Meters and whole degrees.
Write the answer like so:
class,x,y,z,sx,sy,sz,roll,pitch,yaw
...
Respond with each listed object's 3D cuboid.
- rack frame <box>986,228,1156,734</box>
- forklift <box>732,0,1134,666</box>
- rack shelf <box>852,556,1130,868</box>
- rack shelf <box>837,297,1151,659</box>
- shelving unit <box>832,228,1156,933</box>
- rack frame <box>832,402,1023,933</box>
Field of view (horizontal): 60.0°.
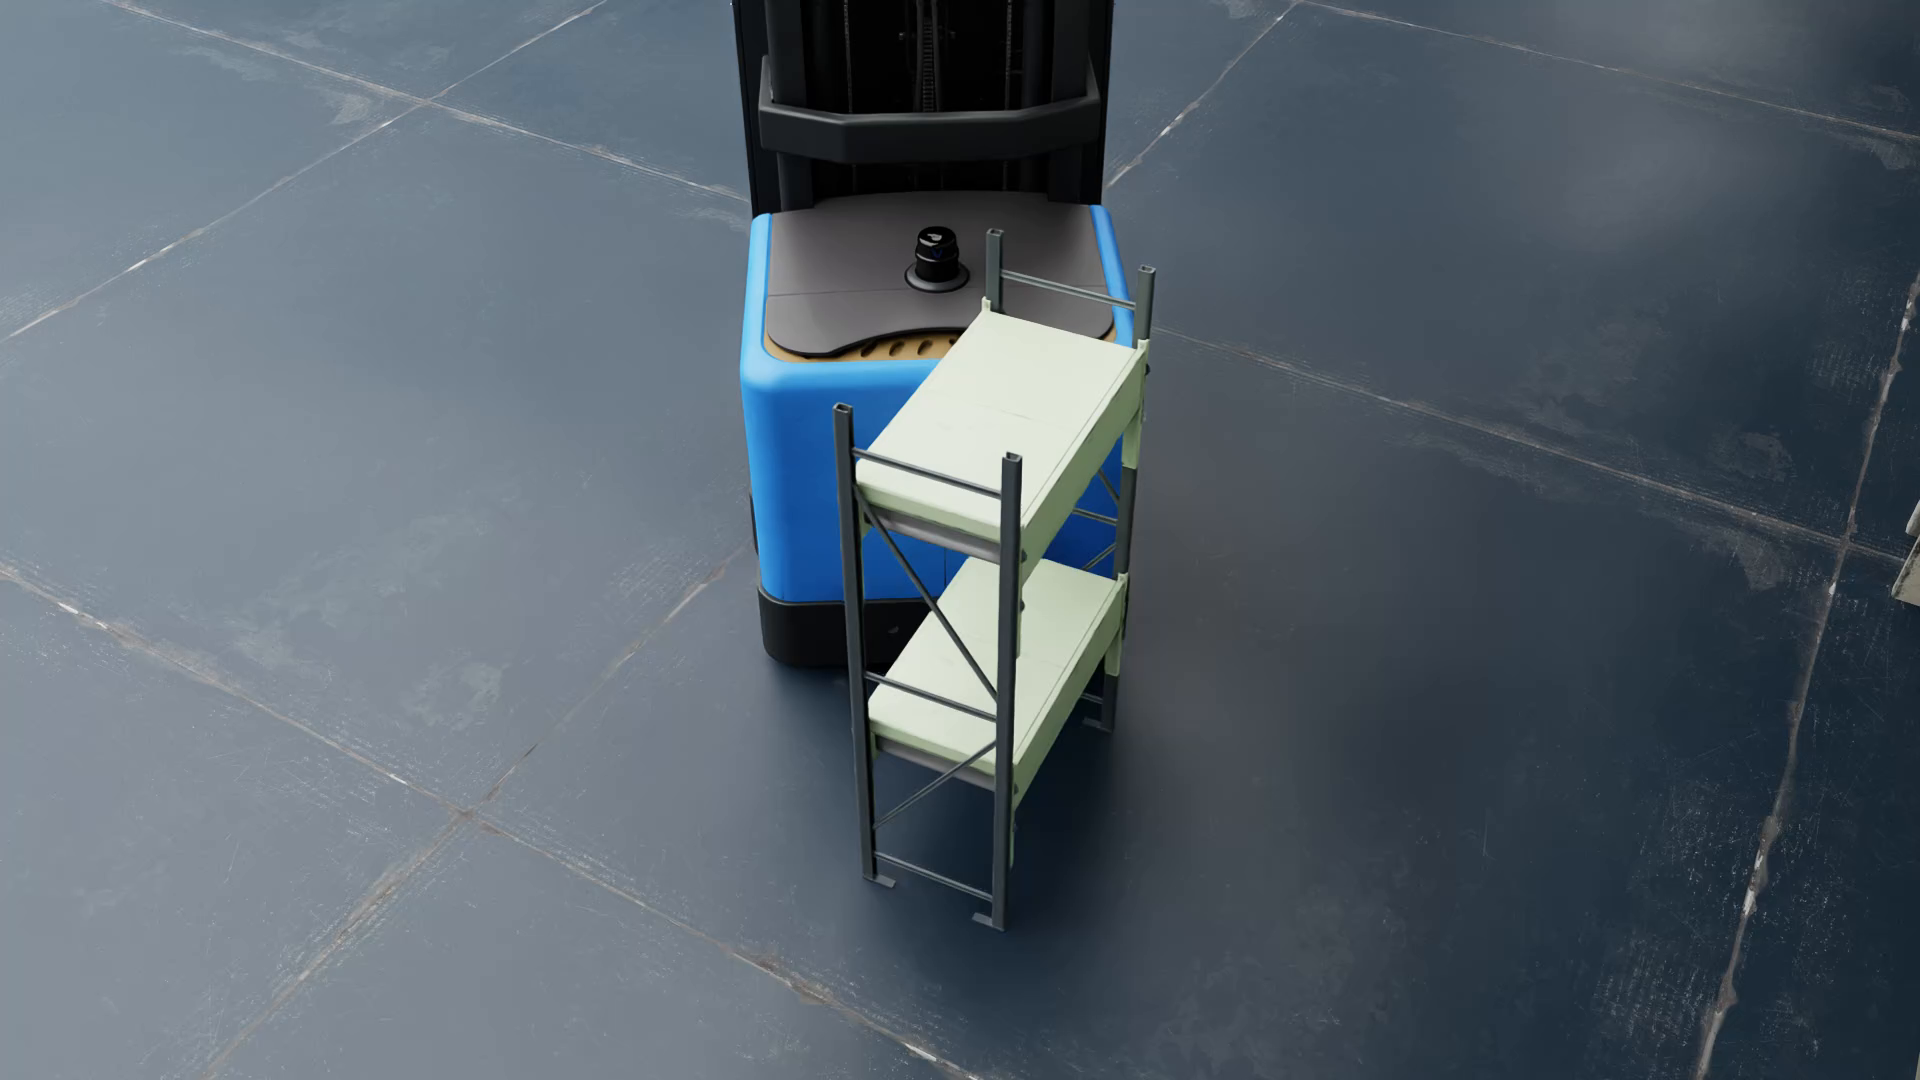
class,x,y,z,sx,sy,sz,roll,pitch,yaw
rack frame,0.246,-0.085,4.212,0.400,1.500,0.023,17,44,19
forklift,-0.117,-1.700,4.963,1.130,2.935,3.031,-2,41,-2
rack shelf,0.090,0.378,4.179,0.431,0.370,0.720,17,44,19
rack shelf,0.090,-0.159,3.705,0.431,0.370,0.720,17,44,19
shelving unit,0.090,0.134,3.963,0.431,1.500,0.755,17,44,19
rack frame,-0.066,0.353,3.715,0.400,1.500,0.023,17,44,19
